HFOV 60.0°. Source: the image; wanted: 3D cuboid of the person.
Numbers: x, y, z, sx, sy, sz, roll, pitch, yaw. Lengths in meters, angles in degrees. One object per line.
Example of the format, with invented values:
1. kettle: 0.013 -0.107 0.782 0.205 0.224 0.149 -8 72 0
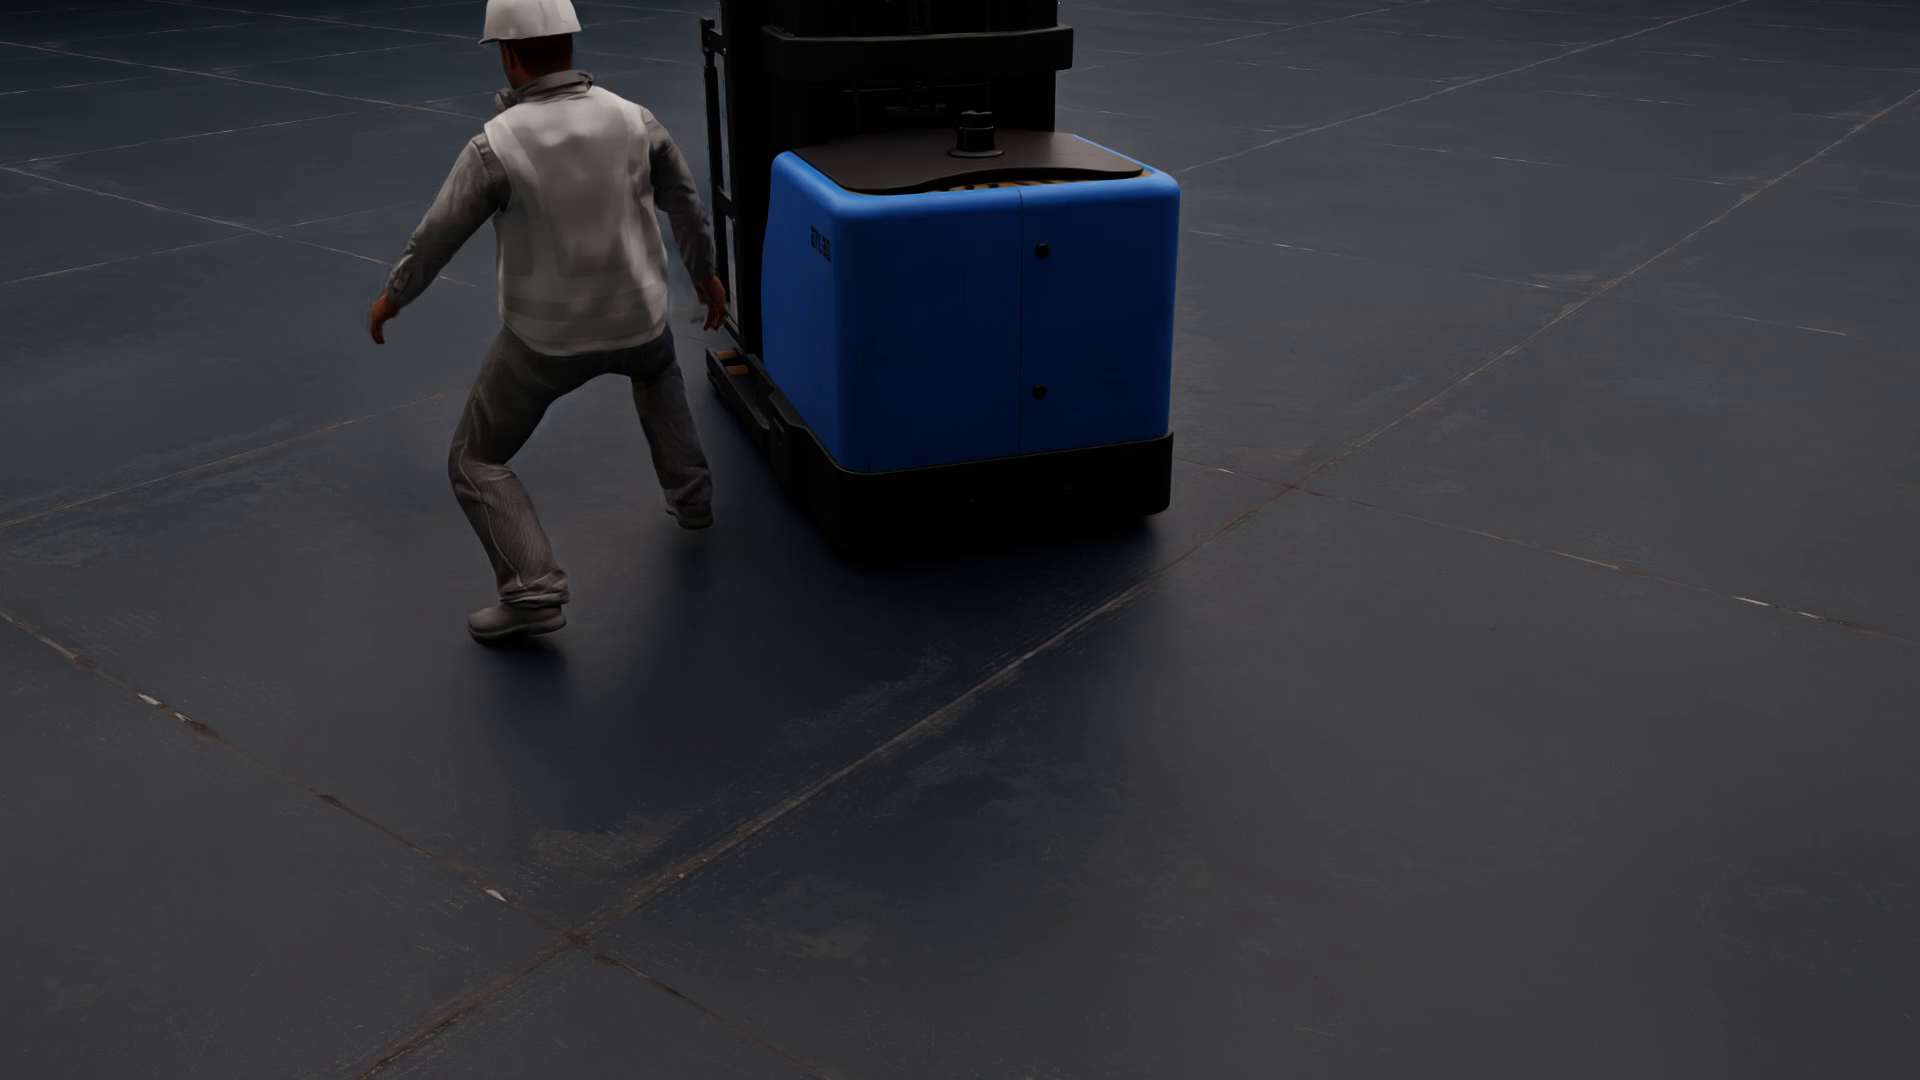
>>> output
1. person: -1.048 -0.628 4.382 0.937 1.646 0.677 -13 27 -27

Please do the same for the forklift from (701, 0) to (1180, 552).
1. forklift: -0.320 -1.868 5.638 1.130 2.935 3.031 -8 25 -17
